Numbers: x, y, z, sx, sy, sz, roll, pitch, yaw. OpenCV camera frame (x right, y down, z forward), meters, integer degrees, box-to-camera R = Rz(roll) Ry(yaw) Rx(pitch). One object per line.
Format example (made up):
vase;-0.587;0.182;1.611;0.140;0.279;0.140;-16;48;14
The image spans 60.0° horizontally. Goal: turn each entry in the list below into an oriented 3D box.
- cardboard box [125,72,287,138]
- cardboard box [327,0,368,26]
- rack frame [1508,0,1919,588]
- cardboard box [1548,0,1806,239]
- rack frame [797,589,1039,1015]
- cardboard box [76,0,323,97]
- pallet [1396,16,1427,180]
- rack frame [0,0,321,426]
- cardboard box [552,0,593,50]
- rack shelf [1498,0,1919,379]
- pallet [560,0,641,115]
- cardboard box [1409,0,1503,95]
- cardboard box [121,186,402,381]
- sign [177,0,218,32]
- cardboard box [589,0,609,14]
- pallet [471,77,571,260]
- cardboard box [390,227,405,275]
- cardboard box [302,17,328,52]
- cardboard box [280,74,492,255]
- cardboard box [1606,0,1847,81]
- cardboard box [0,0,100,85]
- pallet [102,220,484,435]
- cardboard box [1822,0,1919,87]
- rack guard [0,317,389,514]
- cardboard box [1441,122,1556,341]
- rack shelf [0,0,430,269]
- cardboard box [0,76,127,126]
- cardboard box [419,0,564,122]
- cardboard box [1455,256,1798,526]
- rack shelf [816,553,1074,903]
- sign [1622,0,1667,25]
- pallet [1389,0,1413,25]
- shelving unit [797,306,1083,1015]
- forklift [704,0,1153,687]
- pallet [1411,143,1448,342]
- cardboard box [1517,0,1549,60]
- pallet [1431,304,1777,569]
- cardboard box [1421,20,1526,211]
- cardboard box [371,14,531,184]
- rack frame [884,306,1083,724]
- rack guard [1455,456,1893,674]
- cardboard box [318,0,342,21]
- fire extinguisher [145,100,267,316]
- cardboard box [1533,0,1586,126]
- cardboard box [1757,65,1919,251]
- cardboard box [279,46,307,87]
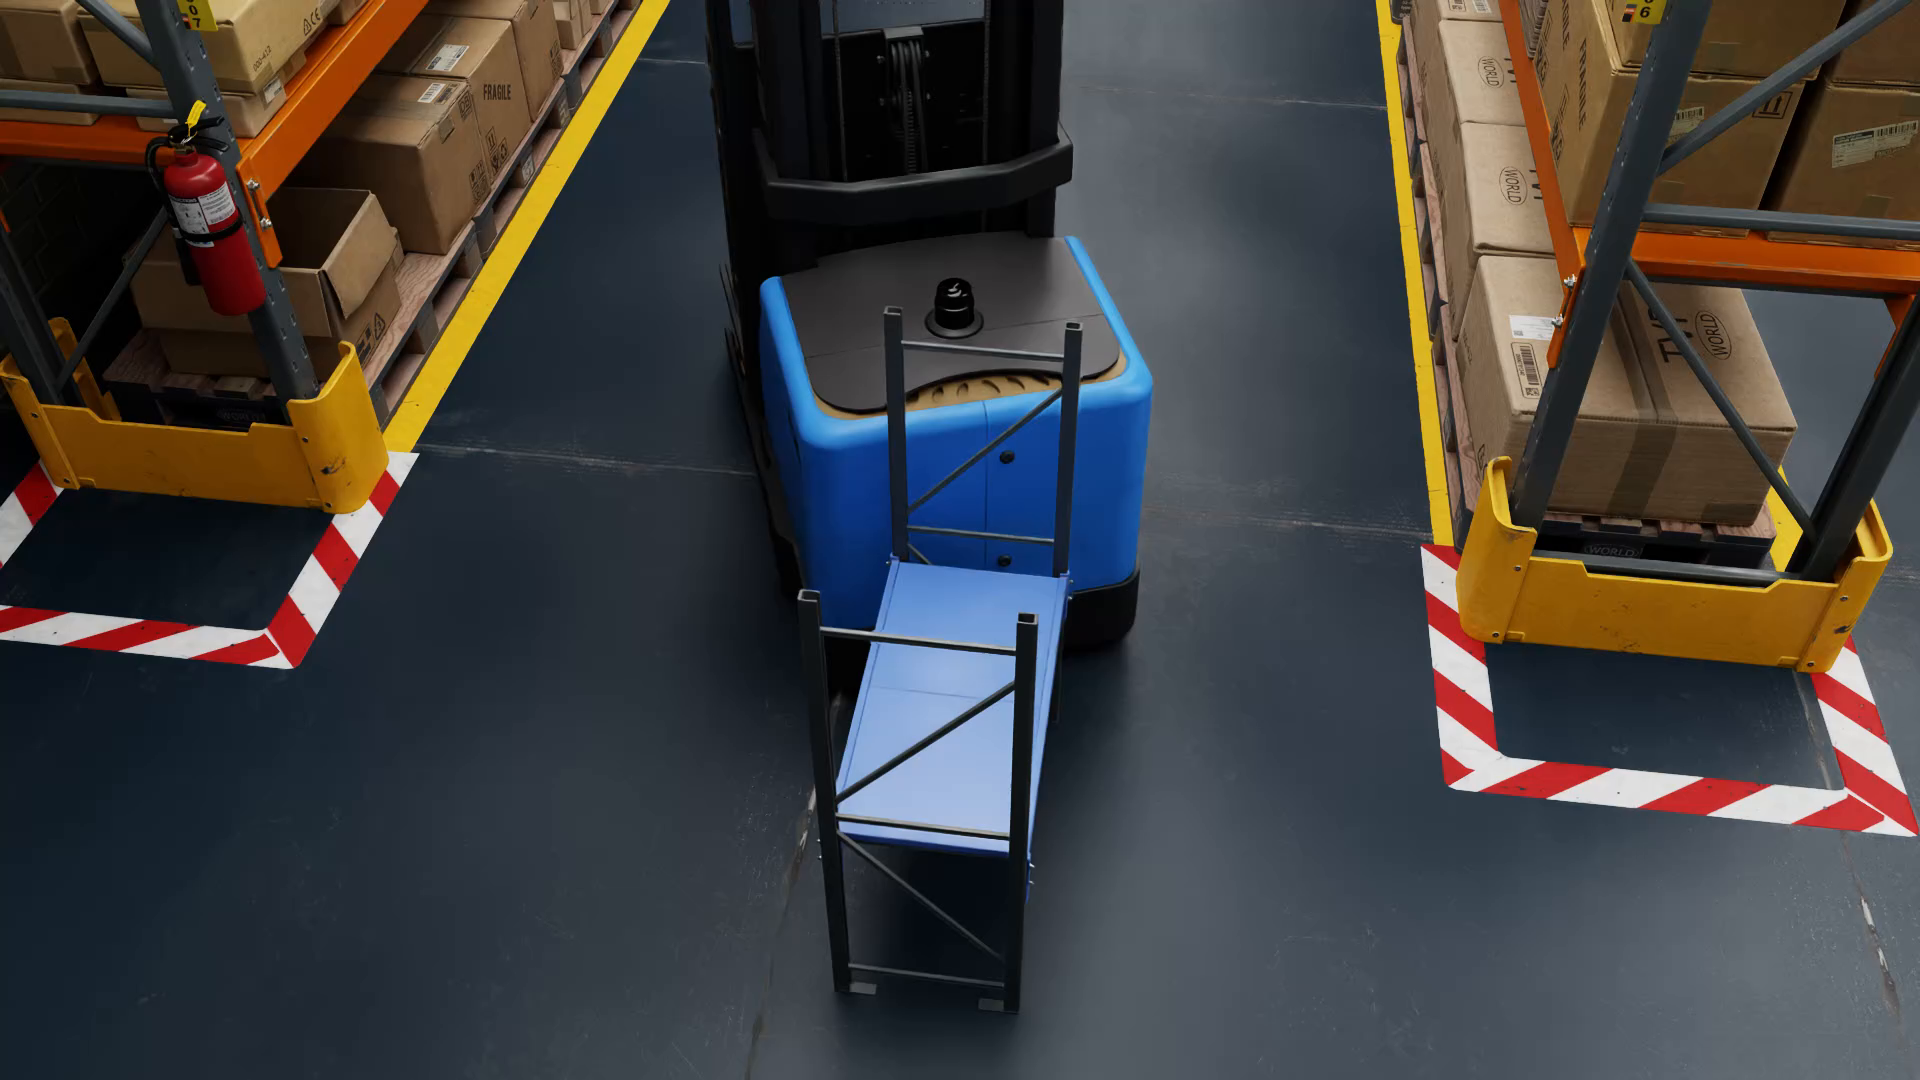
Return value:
cardboard box;-2.366;-1.401;5.231;0.380;0.149;0.250;5;44;5
cardboard box;-2.283;-1.928;5.787;0.380;0.149;0.250;7;44;7
rack frame;2.240;-0.845;4.460;1.000;3.000;0.127;5;44;6
cardboard box;2.041;-1.234;4.799;0.500;0.500;0.500;5;44;6
rack frame;-0.087;0.682;3.939;0.500;1.500;0.032;6;44;6
cardboard box;-2.354;-1.631;5.184;0.500;0.250;0.500;5;44;6
pallet;2.590;-2.047;7.758;1.003;0.211;1.213;5;44;6
rack frame;-2.681;-1.293;4.934;1.000;3.000;0.127;5;44;6
cardboard box;-1.982;-2.529;7.923;0.396;0.266;0.258;7;44;7
rack shelf;2.504;-1.946;6.147;1.077;0.370;4.000;5;44;6
pallet;-2.244;-2.539;8.278;1.003;0.211;1.213;5;44;6
cardboard box;2.579;-2.375;7.634;0.875;0.438;0.875;5;44;5
cardboard box;-2.506;-0.947;6.079;0.797;0.503;0.637;4;44;4
sign;-2.143;-1.558;4.584;0.100;0.325;0.005;5;44;6
cardboard box;-1.935;-2.730;8.220;0.380;0.149;0.250;4;44;4
pallet;-2.403;-1.705;7.397;1.003;0.211;1.213;5;44;6
cardboard box;-2.411;-1.105;6.503;0.380;0.149;0.250;4;44;4
cardboard box;-2.377;-1.761;5.611;0.380;0.149;0.250;5;44;5
cardboard box;-2.355;-1.525;6.692;0.700;0.500;0.500;7;44;7
cardboard box;2.067;-1.594;4.452;0.500;0.500;0.500;7;44;7
cardboard box;-2.883;-1.684;5.240;0.500;0.250;0.500;6;44;7
pallet;-2.566;-0.876;6.522;1.003;0.211;1.213;5;44;6
cardboard box;2.585;-1.545;4.400;0.500;0.500;0.500;4;44;5
rack guard;-2.671;-0.437;5.848;1.175;0.500;0.348;5;44;6
cardboard box;2.340;-1.150;6.341;0.875;0.438;0.875;6;44;7
rack shelf;-2.417;-2.395;6.621;1.077;0.370;4.000;5;44;6
cardboard box;-2.903;-1.452;5.285;0.380;0.149;0.250;5;44;5
cardboard box;-2.217;-2.233;7.439;0.700;0.500;0.500;4;44;4
cardboard box;2.228;-0.526;5.681;0.875;0.438;0.875;4;44;4
rack shelf;-0.015;0.467;4.428;0.538;0.185;1.000;6;44;6
sign;1.704;-1.410;4.043;0.100;0.325;0.005;5;44;6
pallet;2.796;-3.091;8.861;1.003;0.211;1.213;5;44;6
shelving unit;-0.015;0.336;4.304;0.538;1.500;1.048;6;44;6
forklift;-0.282;-1.637;5.347;1.130;2.935;3.031;-10;44;-10
pallet;2.432;-1.213;6.878;1.003;0.211;1.213;5;44;6
cardboard box;2.181;-1.926;5.529;0.500;0.500;0.500;6;44;7
pallet;2.268;-0.384;6.002;1.003;0.211;1.213;5;44;6
cardboard box;2.461;-1.764;6.990;0.875;0.438;0.875;4;44;4
cardboard box;-2.186;-1.876;7.063;0.500;0.500;0.500;6;44;6
rack frame;0.058;-0.010;4.670;0.500;1.500;0.032;6;44;6
rack guard;2.236;0.079;5.302;1.175;0.500;0.348;5;44;6
cardboard box;-2.287;-1.975;5.547;0.500;0.250;0.500;6;44;6
fire extinguisher;-2.242;-0.987;4.939;0.296;0.674;0.183;5;44;6
cardboard box;2.122;-1.574;5.158;0.500;0.500;0.500;4;44;5
cardboard box;2.588;-1.182;4.744;0.500;0.500;0.500;5;44;5
cardboard box;-2.378;-1.579;5.418;0.380;0.149;0.250;6;44;7
